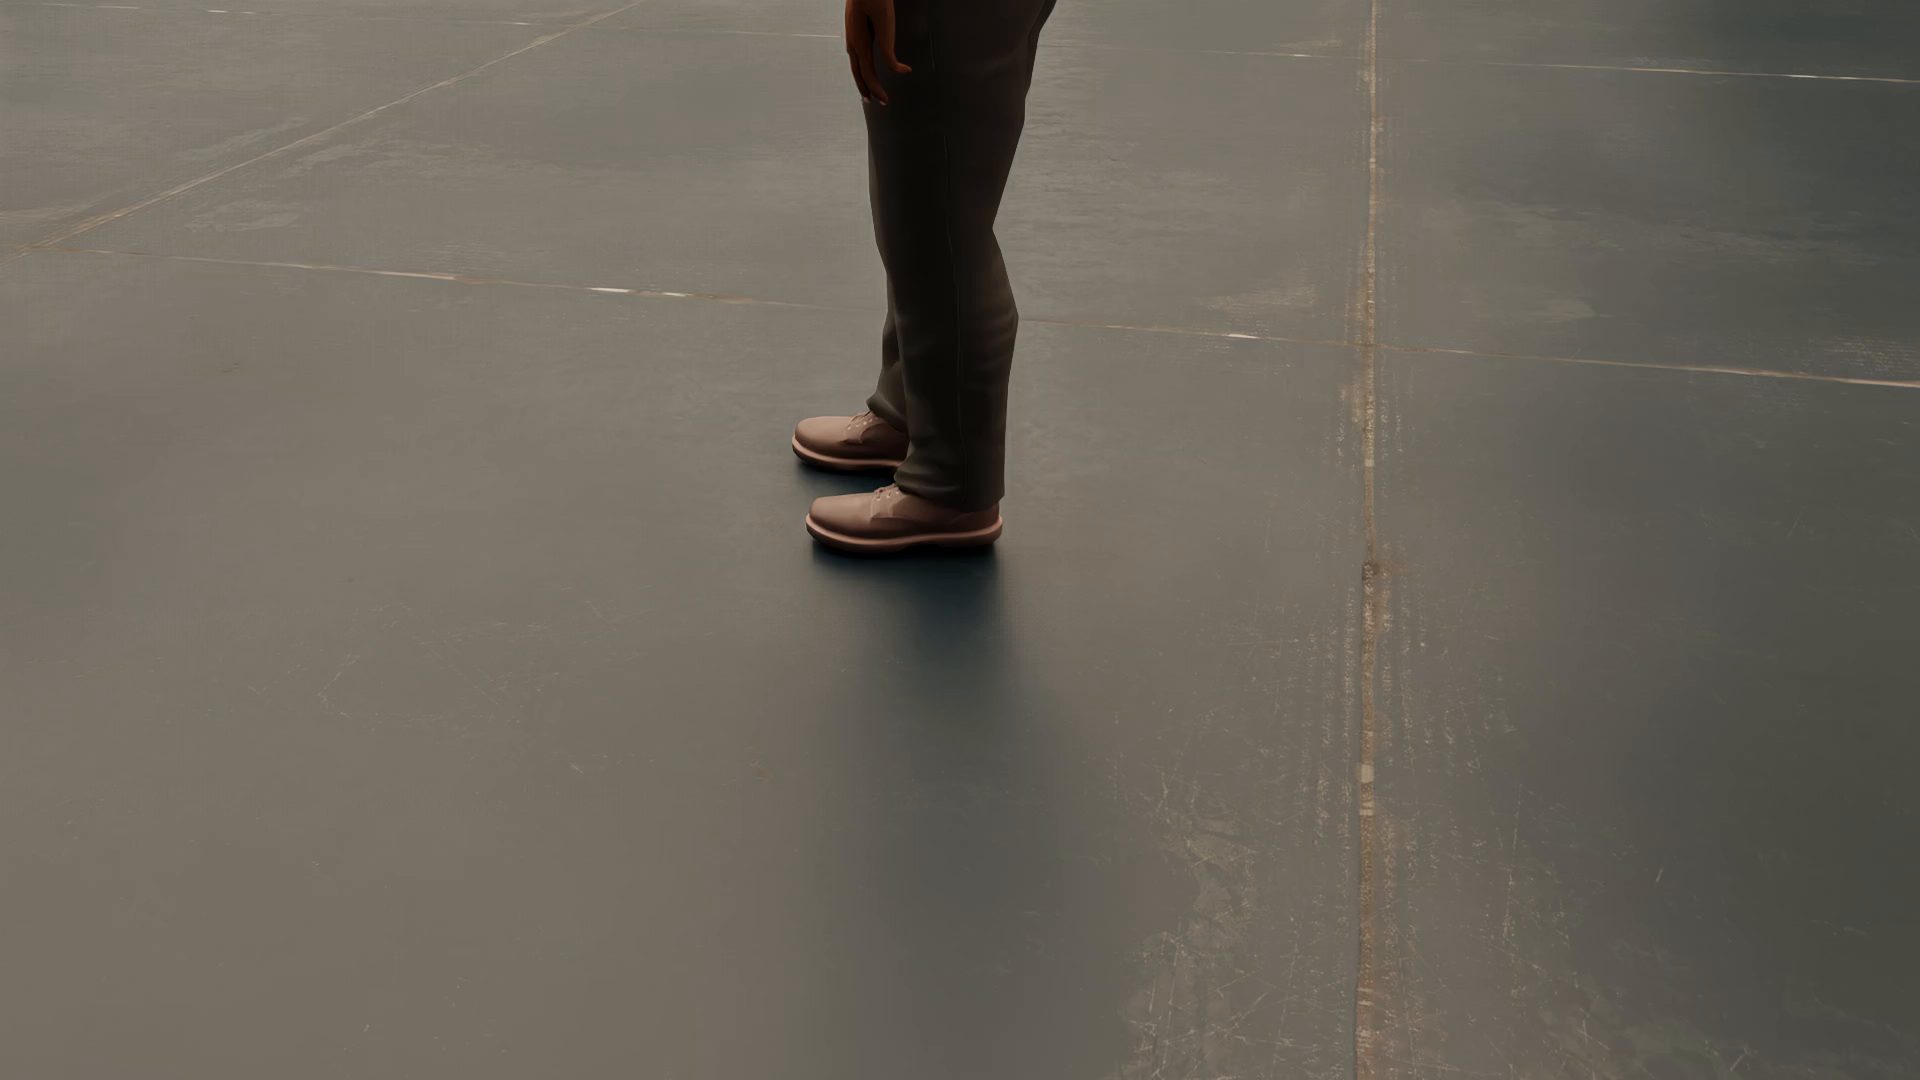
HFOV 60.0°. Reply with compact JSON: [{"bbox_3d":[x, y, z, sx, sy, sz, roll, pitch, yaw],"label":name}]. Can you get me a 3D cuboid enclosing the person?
[{"bbox_3d":[-0.081,-0.763,2.159,0.503,1.656,0.569,6,27,11],"label":"person"}]
